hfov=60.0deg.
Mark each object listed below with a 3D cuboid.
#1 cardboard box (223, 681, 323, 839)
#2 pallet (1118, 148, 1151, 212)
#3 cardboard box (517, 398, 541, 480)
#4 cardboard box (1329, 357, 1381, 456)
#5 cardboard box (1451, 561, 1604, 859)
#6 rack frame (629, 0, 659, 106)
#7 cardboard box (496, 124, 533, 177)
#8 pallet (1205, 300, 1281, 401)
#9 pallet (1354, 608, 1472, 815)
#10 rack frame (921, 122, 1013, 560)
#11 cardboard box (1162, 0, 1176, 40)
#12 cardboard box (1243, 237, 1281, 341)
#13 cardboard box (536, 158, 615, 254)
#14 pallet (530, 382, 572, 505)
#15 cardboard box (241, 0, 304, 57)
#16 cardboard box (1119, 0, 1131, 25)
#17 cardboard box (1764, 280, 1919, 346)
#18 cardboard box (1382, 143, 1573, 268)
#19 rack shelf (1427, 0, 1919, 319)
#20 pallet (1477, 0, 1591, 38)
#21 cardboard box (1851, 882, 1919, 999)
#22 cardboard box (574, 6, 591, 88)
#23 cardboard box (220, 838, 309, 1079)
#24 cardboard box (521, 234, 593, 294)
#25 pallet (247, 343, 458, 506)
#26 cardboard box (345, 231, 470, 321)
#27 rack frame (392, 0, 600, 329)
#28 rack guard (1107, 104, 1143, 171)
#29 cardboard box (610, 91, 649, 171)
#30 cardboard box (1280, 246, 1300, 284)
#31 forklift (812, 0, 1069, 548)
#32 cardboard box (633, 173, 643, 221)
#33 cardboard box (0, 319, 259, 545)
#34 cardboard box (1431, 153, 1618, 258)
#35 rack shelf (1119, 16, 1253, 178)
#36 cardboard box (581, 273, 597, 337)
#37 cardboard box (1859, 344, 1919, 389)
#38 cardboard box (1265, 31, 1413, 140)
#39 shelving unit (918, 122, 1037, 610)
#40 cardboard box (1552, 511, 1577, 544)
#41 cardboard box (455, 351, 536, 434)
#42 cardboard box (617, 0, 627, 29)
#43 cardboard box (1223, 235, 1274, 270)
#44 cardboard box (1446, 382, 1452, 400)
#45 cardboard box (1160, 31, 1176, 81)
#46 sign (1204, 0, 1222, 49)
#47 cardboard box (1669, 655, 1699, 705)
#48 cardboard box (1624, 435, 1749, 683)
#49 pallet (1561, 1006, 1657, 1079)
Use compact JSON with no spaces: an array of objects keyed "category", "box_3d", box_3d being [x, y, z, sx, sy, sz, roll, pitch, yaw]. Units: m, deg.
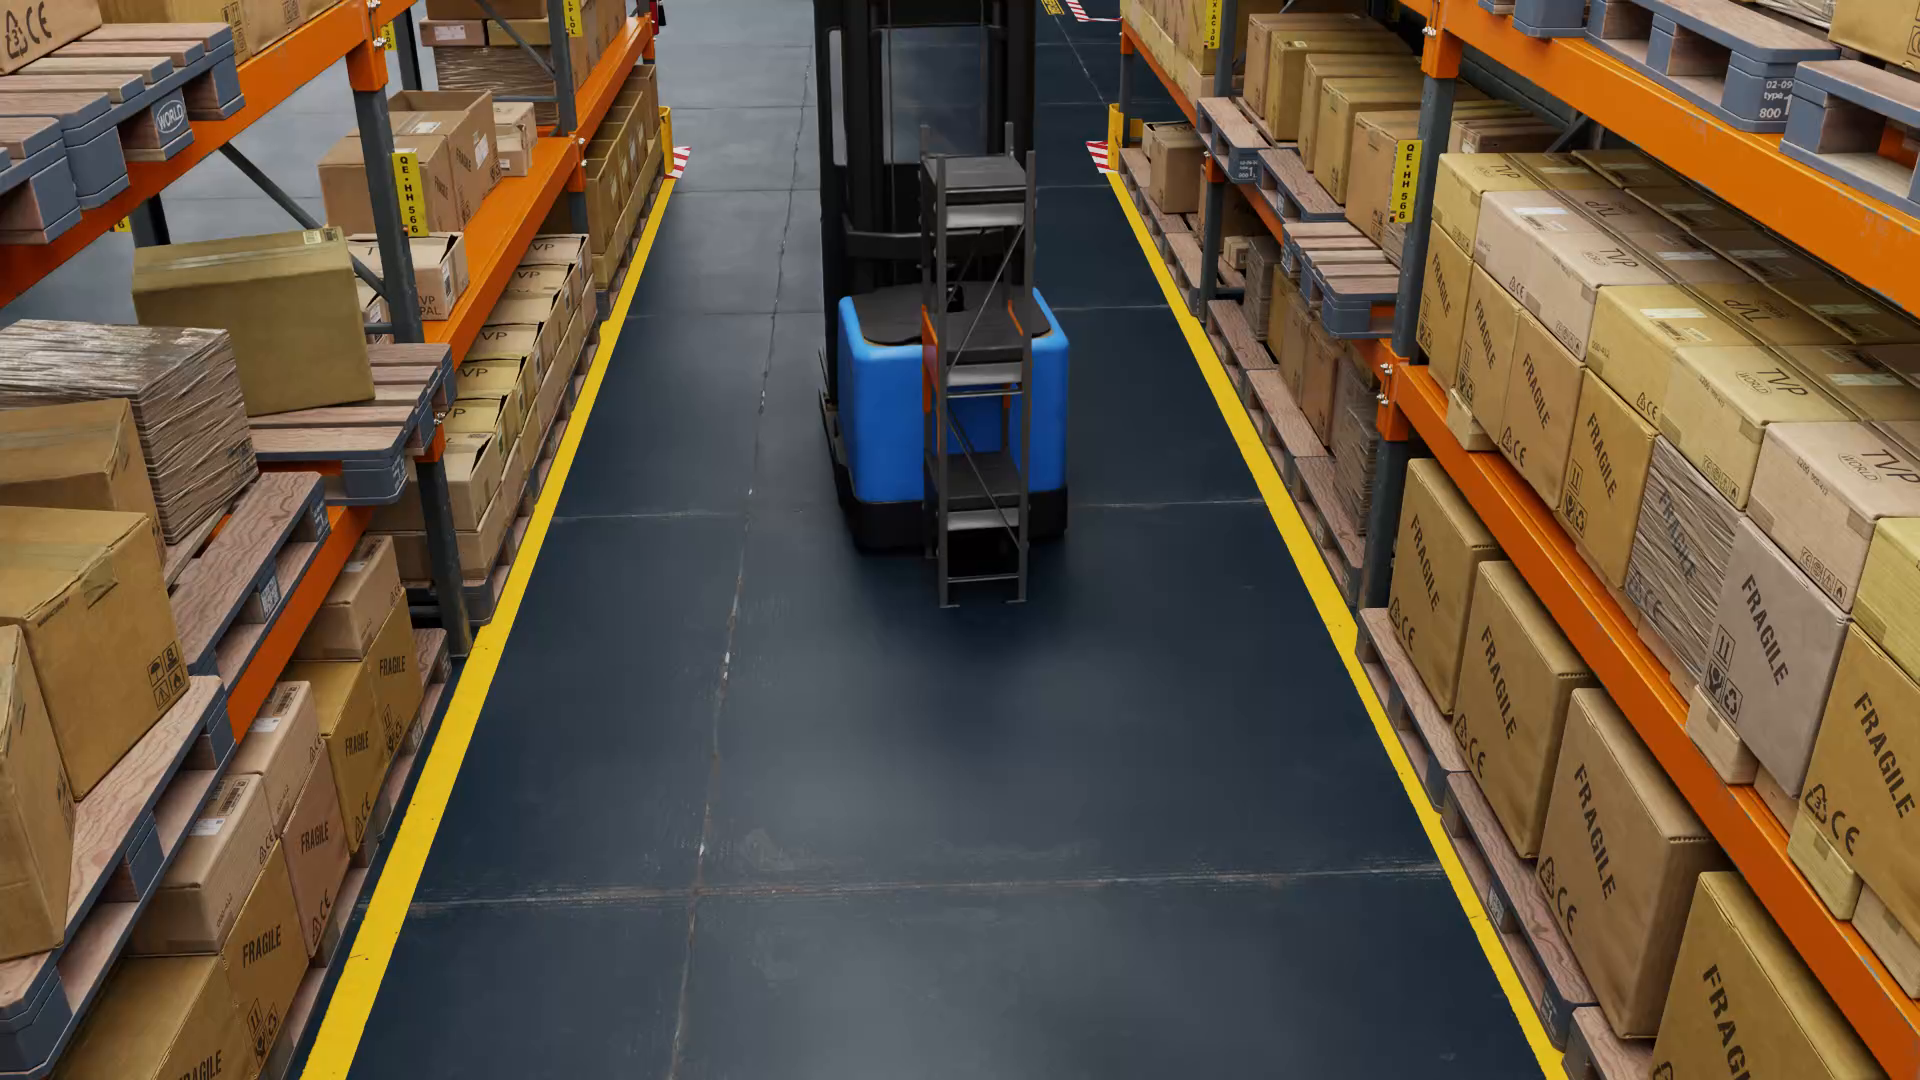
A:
[{"category":"cardboard box","box_3d":[-2.303,0.679,5.120,0.500,0.250,0.500,-2,28,-4]},{"category":"pallet","box_3d":[1.889,-2.994,13.763,1.003,0.211,1.213,-1,28,-3]},{"category":"cardboard box","box_3d":[-2.445,-0.514,8.511,0.500,0.250,0.500,-2,28,-4]},{"category":"cardboard box","box_3d":[2.296,-0.606,8.395,0.700,0.500,0.500,-1,28,-3]},{"category":"cardboard box","box_3d":[2.243,0.567,5.789,0.750,0.750,0.750,-2,28,-3]},{"category":"rack frame","box_3d":[-3.068,-4.520,13.673,1.000,3.000,0.127,-1,28,-3]},{"category":"cardboard box","box_3d":[-2.630,-2.212,9.393,0.396,0.266,0.258,-2,28,-4]},{"category":"pallet","box_3d":[2.129,-1.199,10.320,1.003,0.211,1.213,-1,28,-3]},{"category":"pallet","box_3d":[2.262,0.655,6.766,1.003,0.211,1.213,-1,28,-3]},{"category":"rack frame","box_3d":[0.031,-0.852,7.614,0.400,2.100,0.015,-4,28,-8]},{"category":"cardboard box","box_3d":[1.706,-3.743,11.513,0.500,0.500,0.500,-2,28,-4]},{"category":"cardboard box","box_3d":[2.142,-1.542,10.190,0.700,0.500,0.500,0,28,-1]},{"category":"cardboard box","box_3d":[-2.571,-2.194,10.922,0.500,0.500,0.500,-1,28,-3]},{"category":"pallet","box_3d":[-2.715,-0.533,9.043,1.003,0.211,1.213,-1,28,-3]},{"category":"cardboard box","box_3d":[-2.568,-1.764,5.037,0.910,0.500,0.500,-1,28,-3]},{"category":"cardboard box","box_3d":[1.587,-4.351,13.489,0.500,0.250,0.500,-2,28,-4]},{"category":"cardboard box","box_3d":[2.653,-0.550,4.799,0.500,0.250,0.500,-2,28,-4]},{"category":"cardboard box","box_3d":[2.261,-1.403,7.113,0.700,0.500,0.500,-5,28,-9]},{"category":"rack shelf","box_3d":[2.400,-1.035,4.524,1.077,0.370,4.000,-1,28,-3]},{"category":"pallet","box_3d":[2.383,-1.897,5.605,1.213,0.211,1.003,0,28,0]},{"category":"cardboard box","box_3d":[2.204,0.853,3.620,0.380,0.149,0.250,-1,28,-2]},{"category":"cardboard box","box_3d":[-2.945,-3.397,11.412,0.700,0.500,0.500,-1,28,-2]},{"category":"cardboard box","box_3d":[-2.281,1.228,4.879,0.500,0.500,0.500,-1,28,-2]},{"category":"cardboard box","box_3d":[-2.552,-1.709,10.195,0.500,0.311,0.500,-1,28,-3]},{"category":"pallet","box_3d":[-2.545,-0.429,6.037,1.213,0.211,1.003,-1,28,-3]},{"category":"cardboard box","box_3d":[-2.504,-1.204,7.411,0.500,0.311,0.500,-2,28,-3]},{"category":"rack frame","box_3d":[-2.860,-2.673,10.132,1.000,3.000,0.127,-1,28,-3]},{"category":"rack guard","box_3d":[1.882,-3.498,14.417,1.175,0.500,0.348,-1,28,-3]},{"category":"cardboard box","box_3d":[-2.676,-3.118,12.693,0.500,0.500,0.500,-1,28,-3]},{"category":"cardboard box","box_3d":[2.169,-1.671,9.626,0.500,0.250,0.500,-2,28,-4]},{"category":"forklift","box_3d":[-0.208,-1.920,8.761,1.130,2.935,3.031,-4,28,-8]},{"category":"cardboard box","box_3d":[-2.655,-2.554,12.423,0.500,0.250,0.500,-1,28,-3]},{"category":"cardboard box","box_3d":[-2.648,-0.341,5.099,0.700,0.500,0.500,4,28,7]},{"category":"cardboard box","box_3d":[2.064,-1.236,6.113,0.500,0.250,0.500,-1,28,-1]},{"category":"rack shelf","box_3d":[1.983,-3.399,12.301,1.077,0.370,4.000,-1,28,-3]},{"category":"cardboard box","box_3d":[-2.548,-1.456,10.317,0.500,0.250,0.500,-2,28,-3]},{"category":"cardboard box","box_3d":[2.676,-0.309,4.337,0.500,0.250,0.500,-2,28,-4]},{"category":"cardboard box","box_3d":[2.102,-2.540,9.292,0.700,0.500,0.500,1,28,3]},{"category":"shelving unit","box_3d":[0.069,-0.741,7.400,0.431,2.100,0.503,-4,28,-8]},{"category":"cardboard box","box_3d":[2.177,-0.094,5.436,0.380,0.149,0.250,-1,28,-2]},{"category":"cardboard box","box_3d":[-2.445,-0.768,8.393,0.500,0.311,0.500,-2,28,-4]},{"category":"cardboard box","box_3d":[-3.057,-4.349,13.236,0.700,0.500,0.500,-1,28,-3]},{"category":"cardboard box","box_3d":[2.029,-1.980,11.390,0.380,0.166,0.250,-5,28,-9]},{"category":"cardboard box","box_3d":[2.086,-0.570,6.350,0.380,0.149,0.250,-1,28,-2]},{"category":"cardboard box","box_3d":[1.700,-3.410,11.686,0.500,0.250,0.500,-2,28,-3]},{"category":"sign","box_3d":[1.546,-3.162,10.132,0.100,0.325,0.005,-1,28,-3]},{"category":"cardboard box","box_3d":[2.180,0.382,4.525,0.380,0.149,0.250,-1,28,-3]},{"category":"cardboard box","box_3d":[2.175,0.040,4.478,0.500,0.500,0.500,-1,28,-3]},{"category":"pallet","box_3d":[2.389,1.782,4.605,1.003,0.211,1.213,-1,28,-3]}]
